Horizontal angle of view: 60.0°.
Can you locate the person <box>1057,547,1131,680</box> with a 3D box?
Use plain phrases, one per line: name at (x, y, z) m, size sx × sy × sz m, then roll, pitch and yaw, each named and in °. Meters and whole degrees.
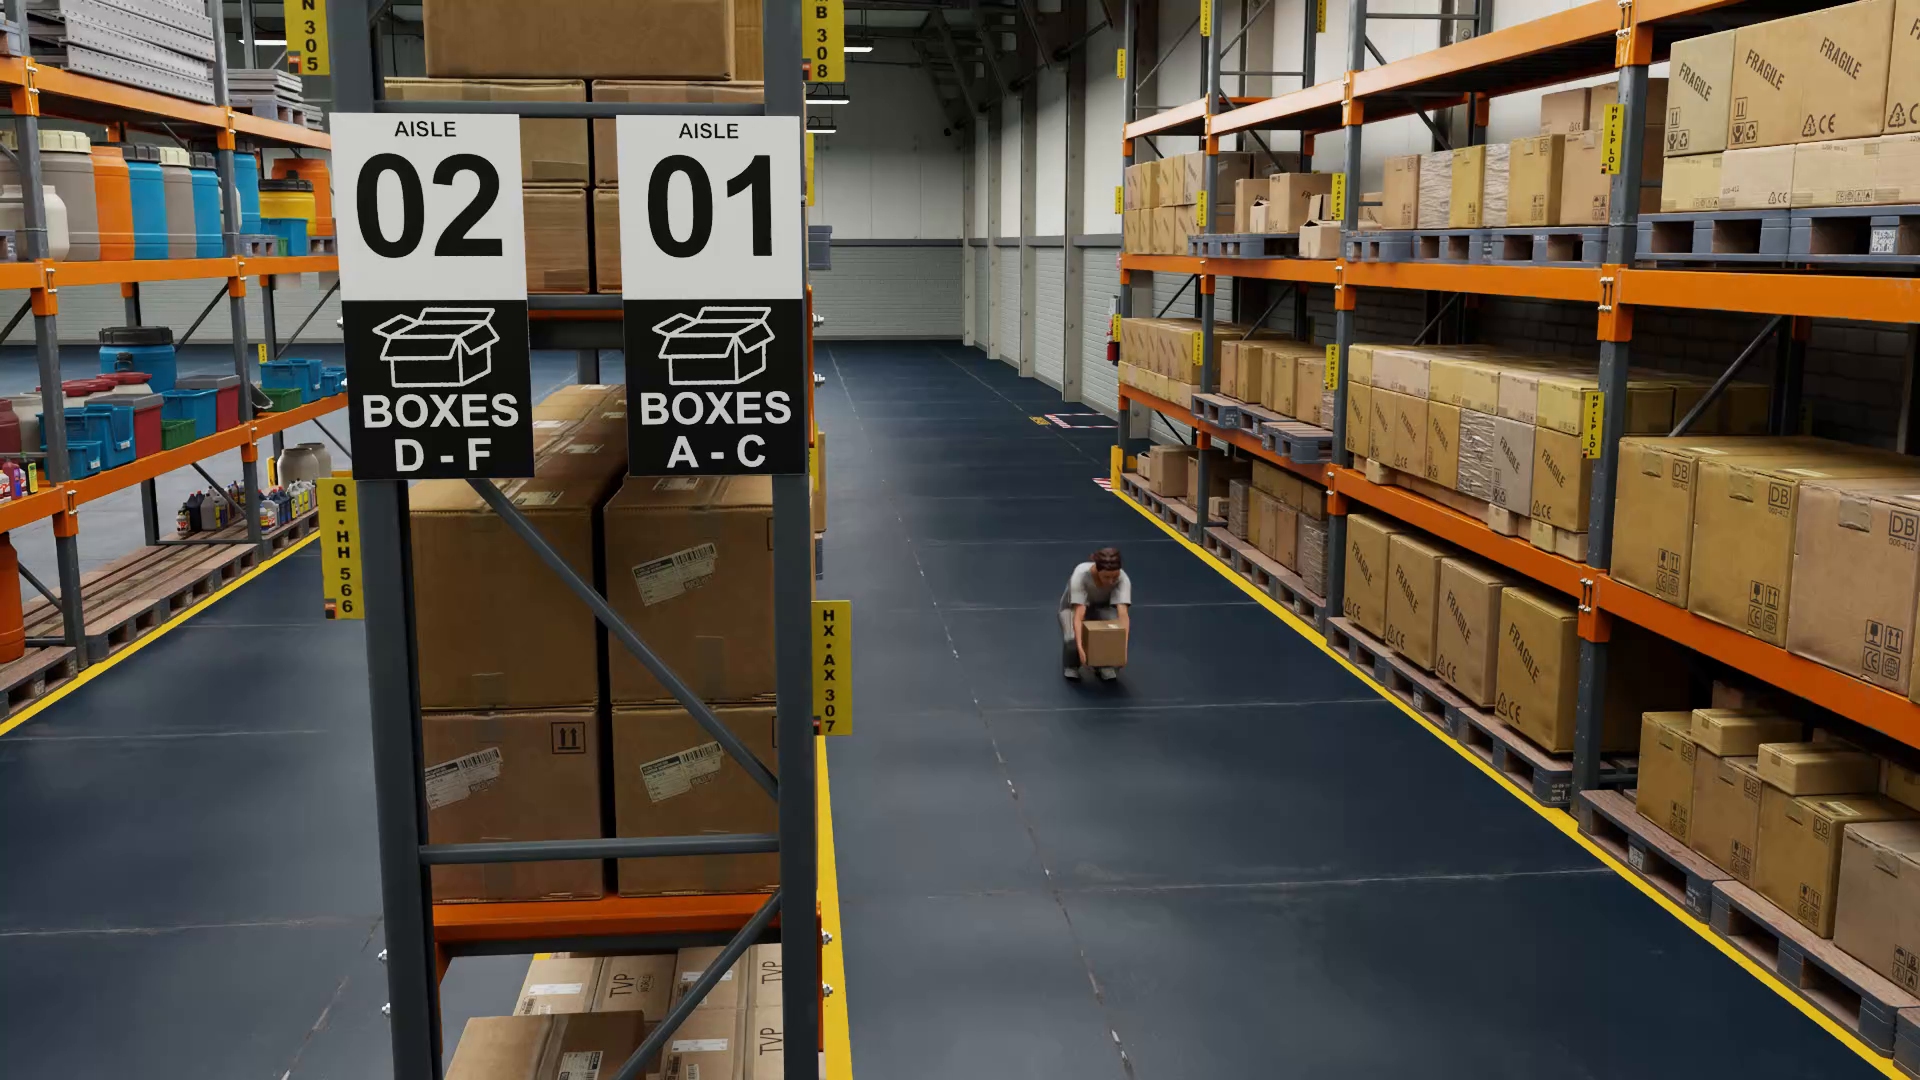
person at (0.913, 0.483, 11.271) m, size 0.468 × 0.958 × 0.798 m, roll -1°, pitch 10°, yaw -7°
